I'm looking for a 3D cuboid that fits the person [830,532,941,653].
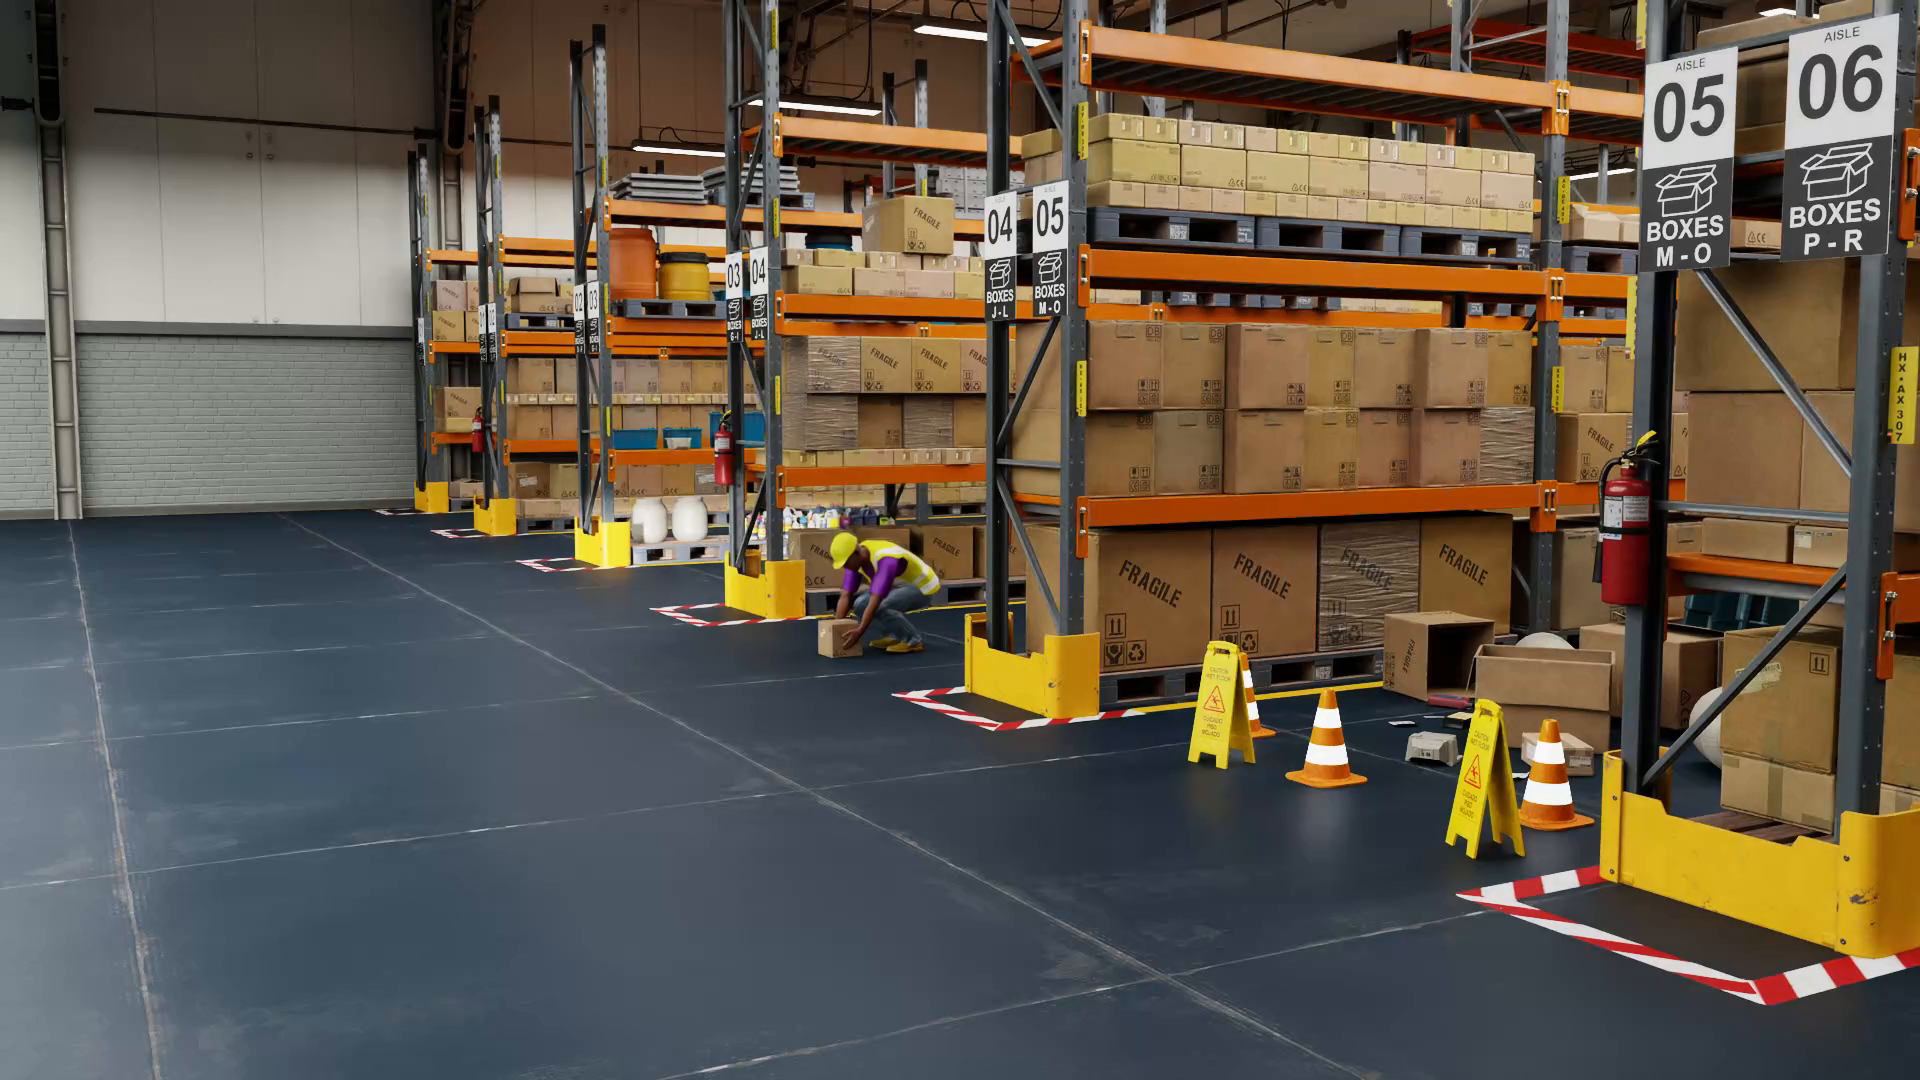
[{"bbox_3d":[-0.573,0.390,12.524,0.897,0.926,0.569,-3,6,-29],"label":"person"}]
